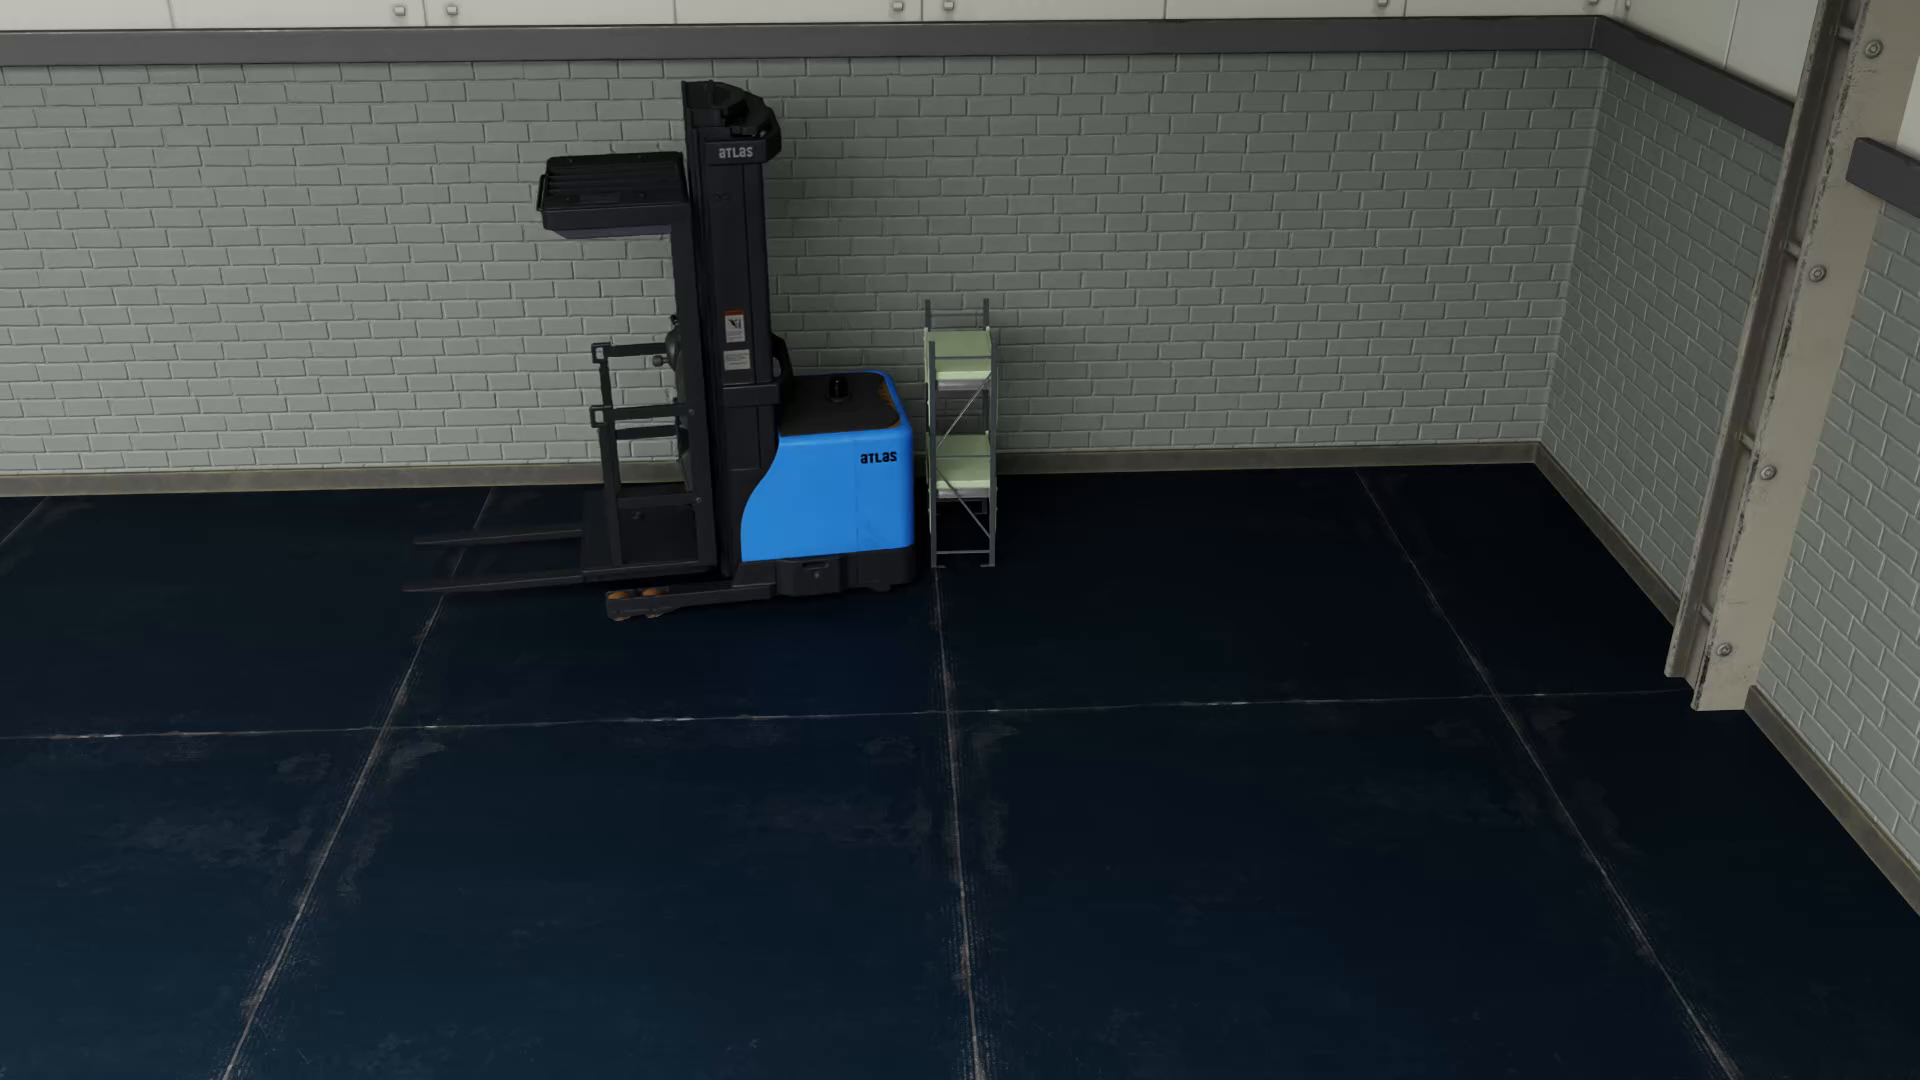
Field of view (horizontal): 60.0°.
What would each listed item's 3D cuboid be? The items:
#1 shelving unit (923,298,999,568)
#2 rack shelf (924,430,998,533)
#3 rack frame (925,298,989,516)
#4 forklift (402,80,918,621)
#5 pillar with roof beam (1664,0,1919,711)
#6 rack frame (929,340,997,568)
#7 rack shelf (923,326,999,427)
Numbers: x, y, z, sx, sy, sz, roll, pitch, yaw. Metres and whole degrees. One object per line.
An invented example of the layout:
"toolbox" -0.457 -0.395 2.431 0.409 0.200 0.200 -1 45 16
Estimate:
"shelving unit" 0.000 -0.668 10.409 0.431 1.500 0.755 -1 28 -3
"rack shelf" 0.000 -0.379 10.560 0.431 0.370 0.720 -1 28 -3
"rack frame" -0.019 -0.837 10.733 0.400 1.500 0.023 -1 28 -3
"forklift" -1.828 -1.088 9.667 3.031 2.935 1.130 -5 28 -9
"pillar with roof beam" -0.188 -3.059 6.885 9.100 9.000 0.400 -1 28 -3
"rack frame" 0.019 -0.499 10.085 0.400 1.500 0.023 -1 28 -3
"rack shelf" 0.000 -1.014 10.229 0.431 0.370 0.720 -1 28 -3
